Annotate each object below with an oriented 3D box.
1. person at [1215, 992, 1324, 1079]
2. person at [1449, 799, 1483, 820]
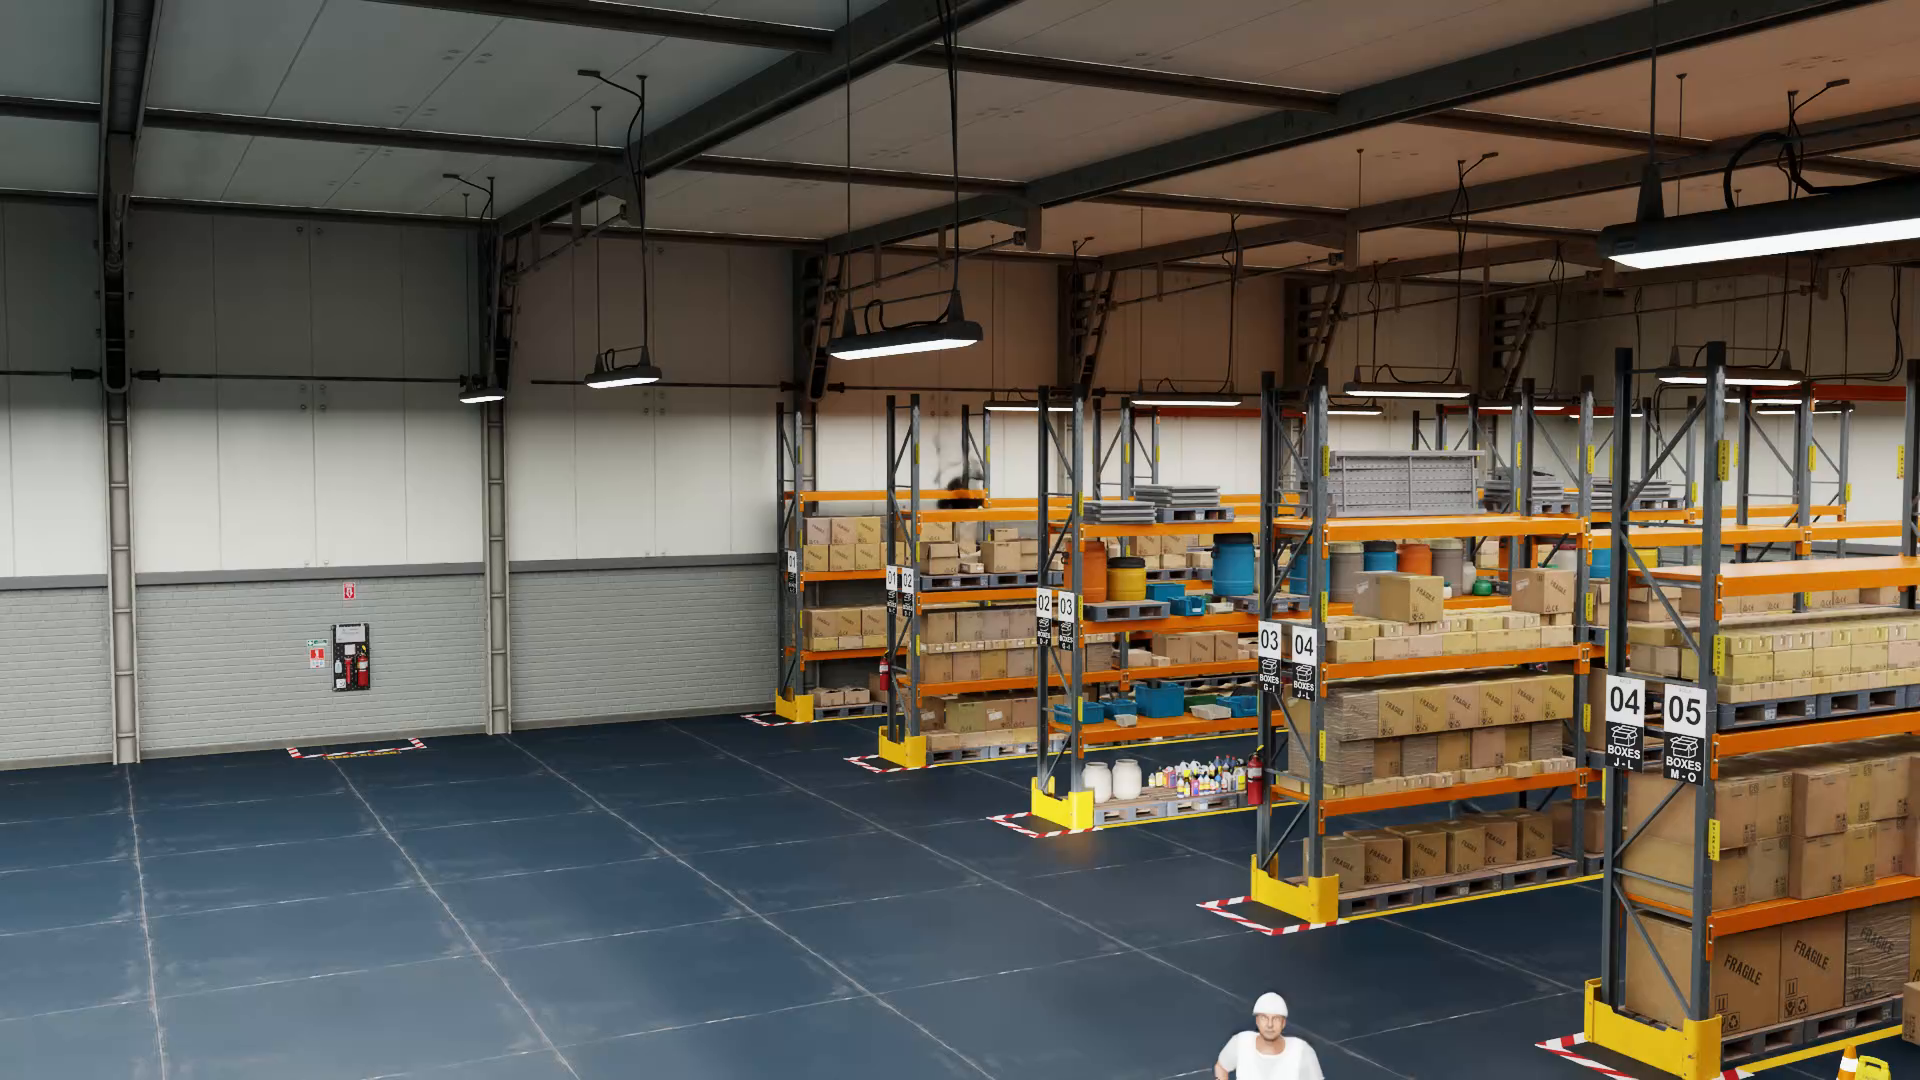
[{"bbox_3d":[1.916,3.683,10.307,0.695,1.763,0.964,1,3,12],"label":"person"},{"bbox_3d":[6.633,3.062,21.884,0.797,1.747,0.695,-2,4,-31],"label":"person"}]
